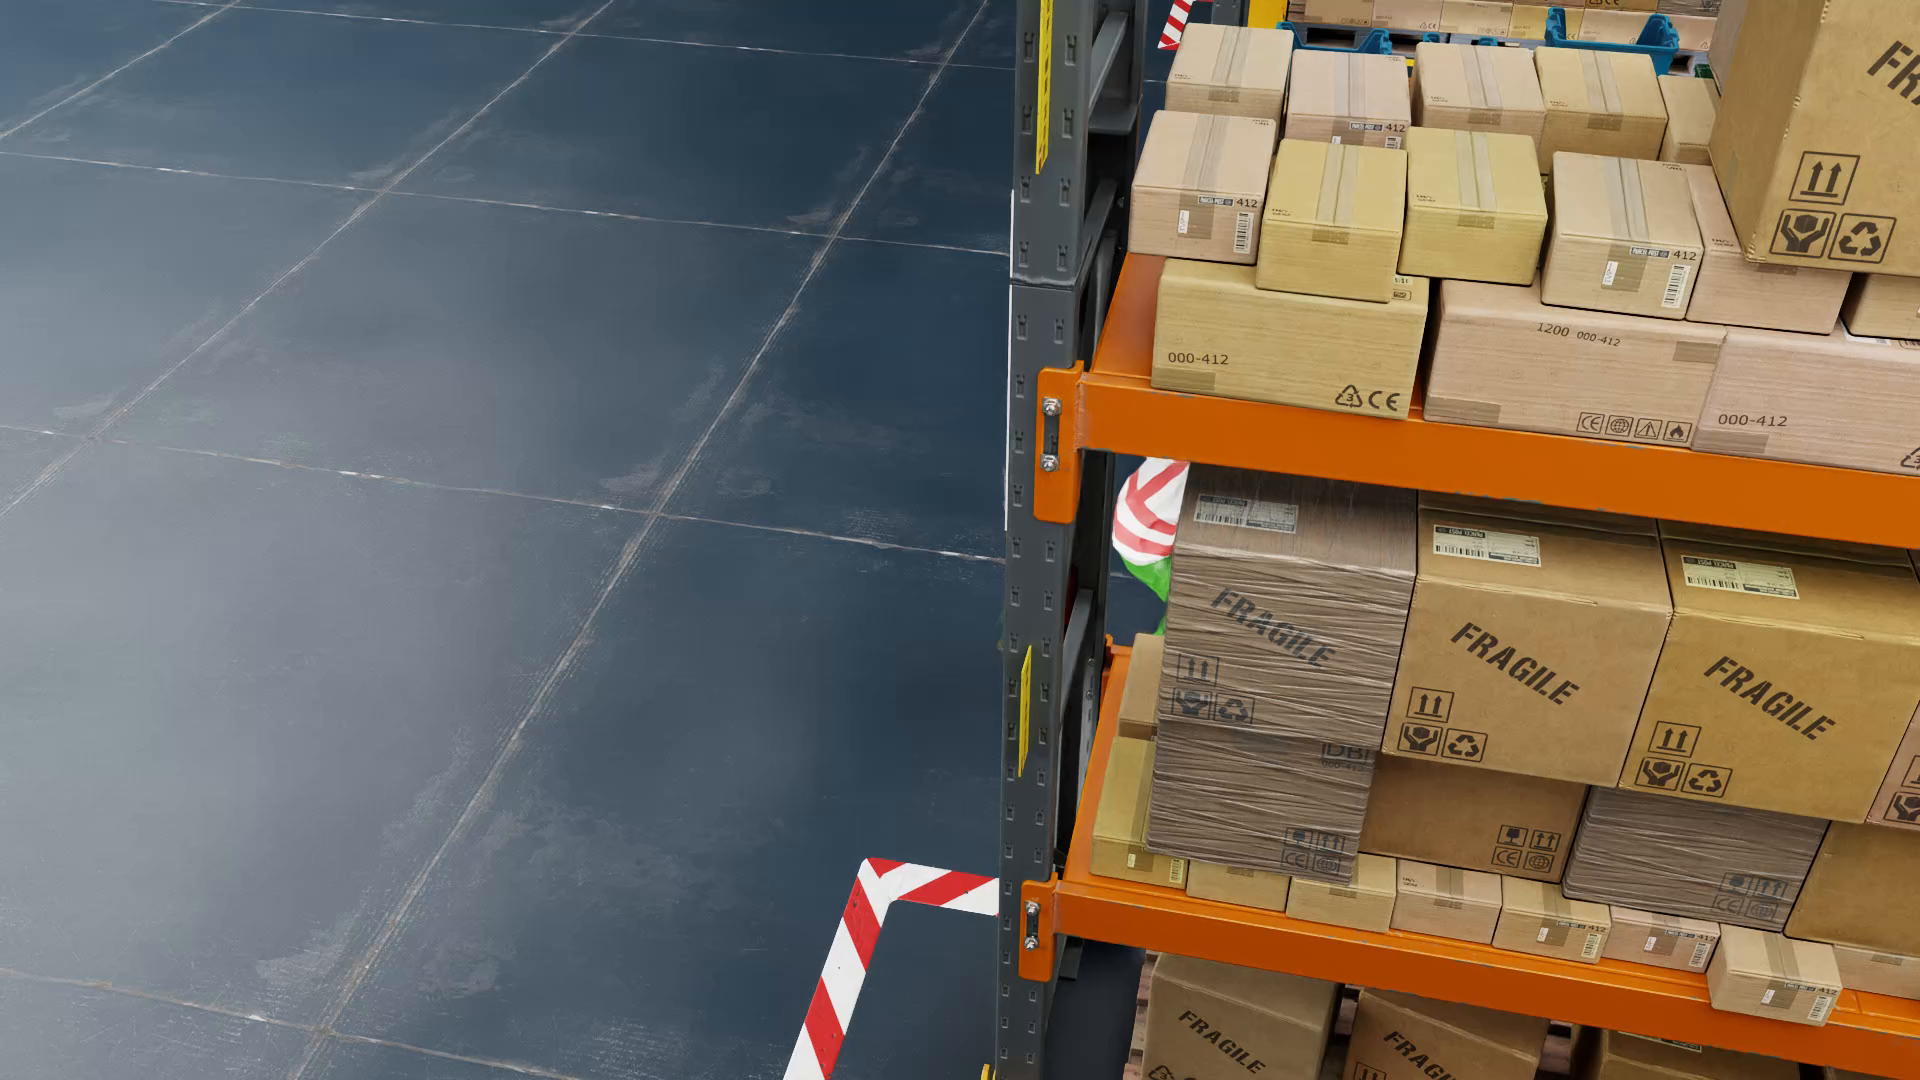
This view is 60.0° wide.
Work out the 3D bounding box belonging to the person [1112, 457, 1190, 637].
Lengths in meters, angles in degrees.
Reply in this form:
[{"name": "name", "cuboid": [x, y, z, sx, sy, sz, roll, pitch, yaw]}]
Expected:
[{"name": "person", "cuboid": [0.956, -0.004, 6.427, 0.748, 1.443, 0.581, 8, 37, 10]}]
